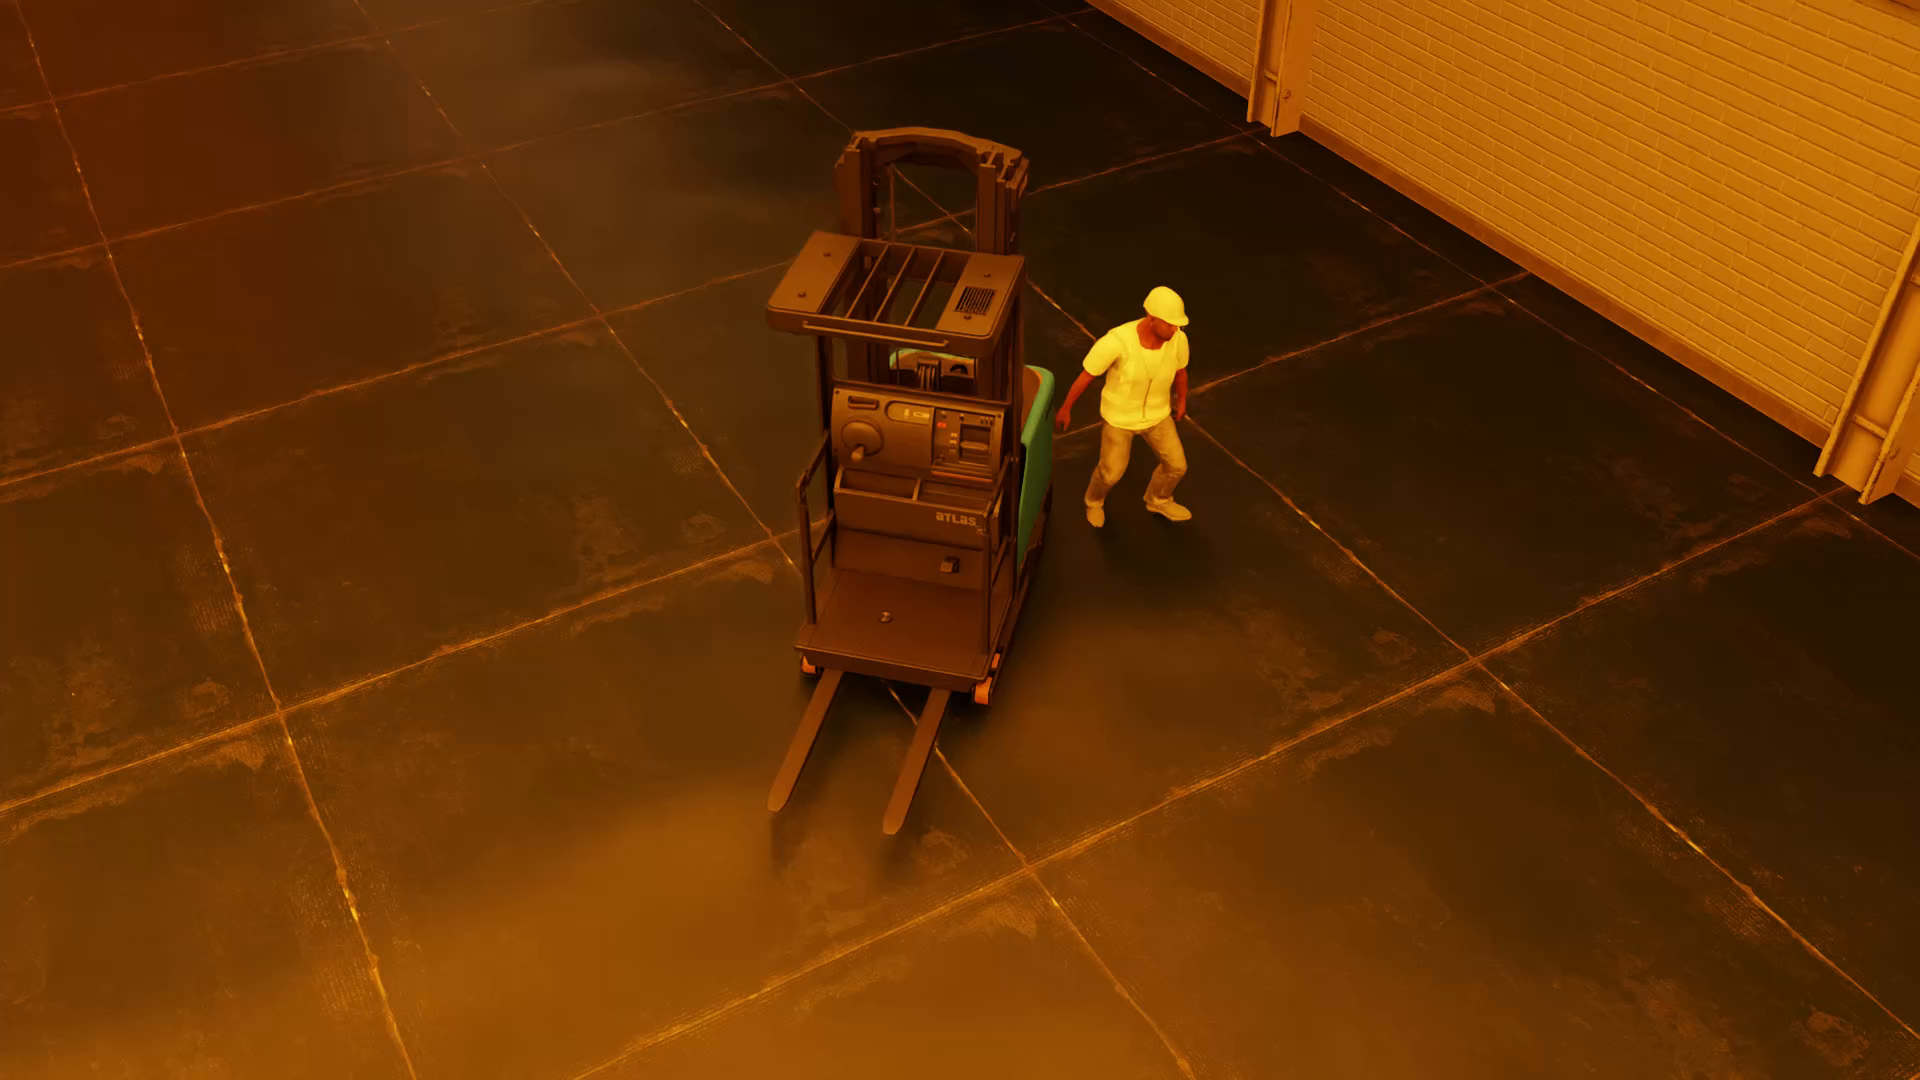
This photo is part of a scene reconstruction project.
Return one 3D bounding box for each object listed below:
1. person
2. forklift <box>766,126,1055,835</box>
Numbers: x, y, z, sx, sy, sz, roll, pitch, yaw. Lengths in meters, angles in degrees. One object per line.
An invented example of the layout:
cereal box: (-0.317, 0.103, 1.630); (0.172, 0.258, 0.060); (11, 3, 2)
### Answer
person: (1.007, -0.768, 9.959); (0.879, 1.740, 0.487); (-10, 41, -12)
forklift: (-0.277, -0.487, 8.623); (1.130, 2.935, 3.031); (9, 41, 11)
